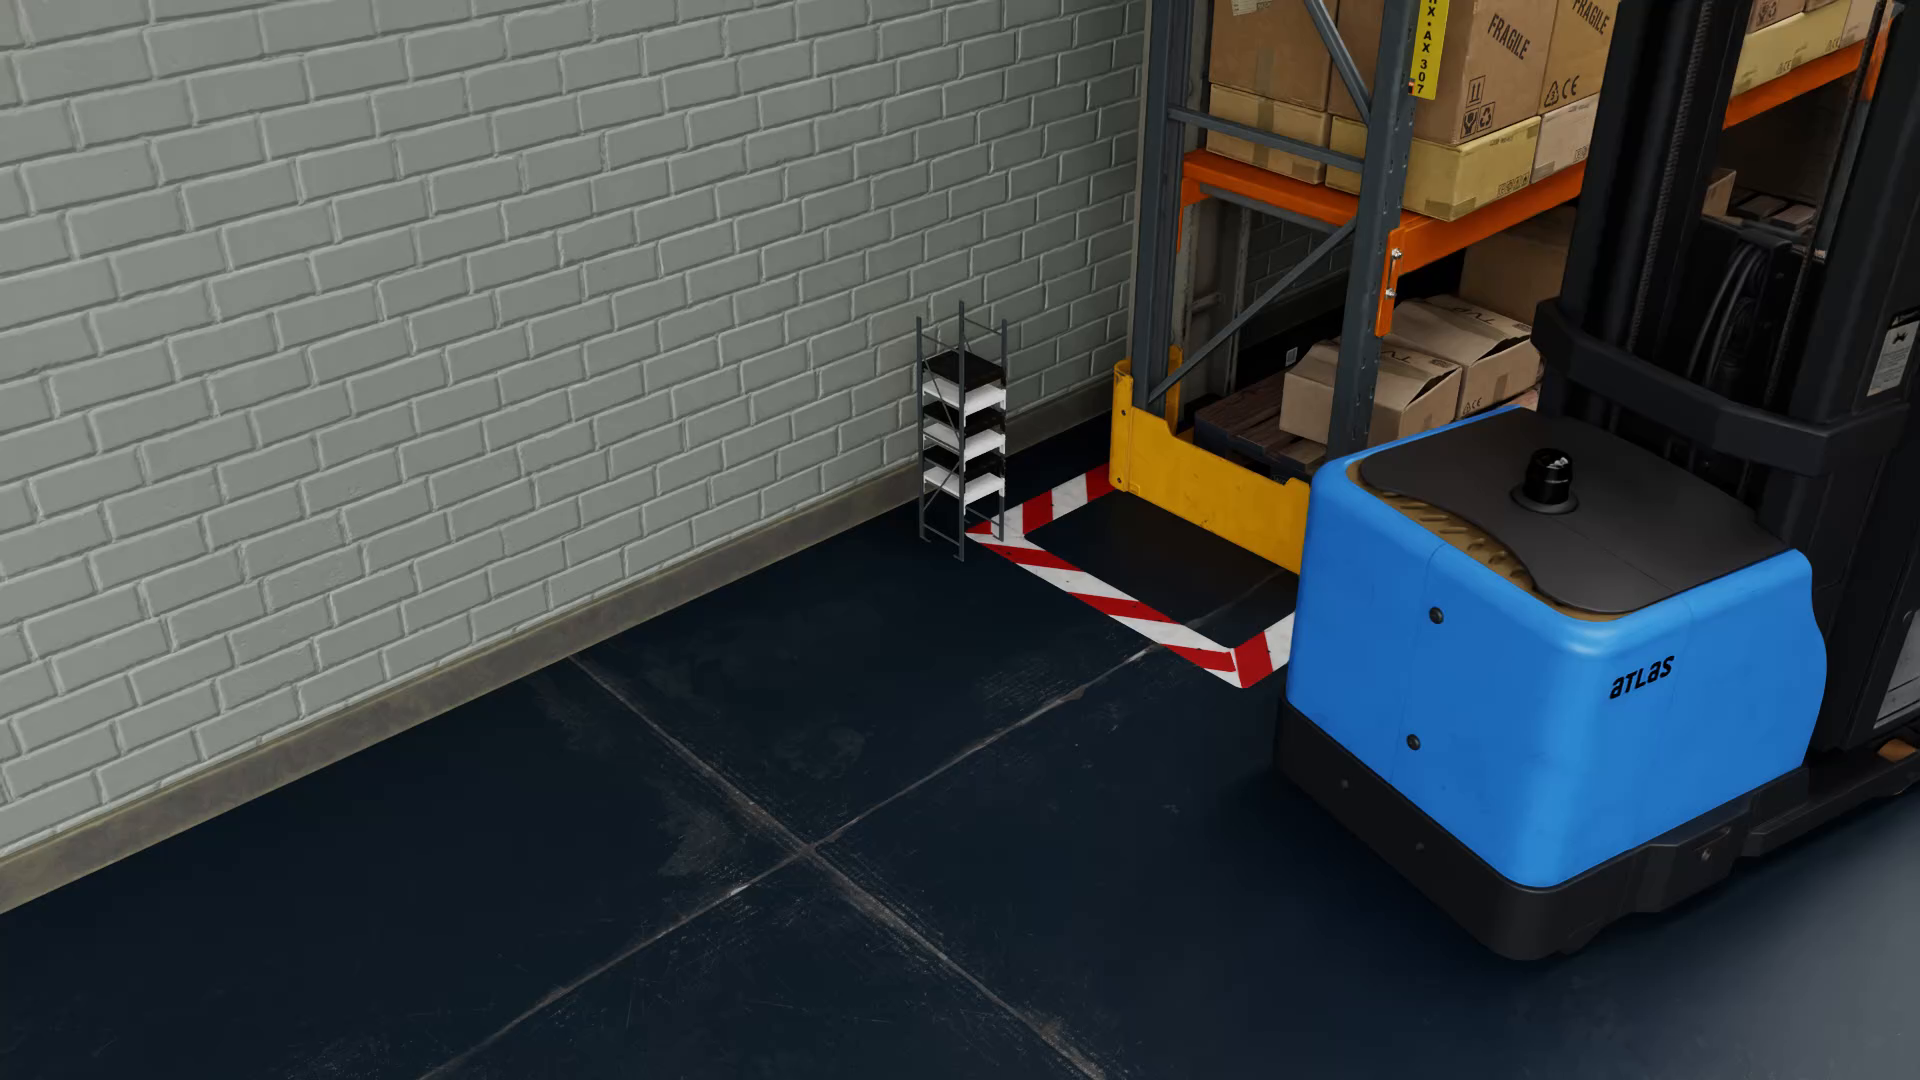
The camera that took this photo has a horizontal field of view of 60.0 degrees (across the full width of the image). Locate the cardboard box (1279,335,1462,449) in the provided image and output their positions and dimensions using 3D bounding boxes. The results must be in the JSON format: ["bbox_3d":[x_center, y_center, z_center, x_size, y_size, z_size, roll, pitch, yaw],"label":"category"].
[{"bbox_3d":[1.601,-0.579,6.478,0.500,0.311,0.500,24,39,34],"label":"cardboard box"}]

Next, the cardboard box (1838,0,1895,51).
[{"bbox_3d":[3.825,-2.407,7.436,0.500,0.250,0.500,-26,40,-35],"label":"cardboard box"}]

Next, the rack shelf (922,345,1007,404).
[{"bbox_3d":[0.006,-0.589,5.896,0.200,0.077,0.258,-26,40,-35],"label":"rack shelf"}]

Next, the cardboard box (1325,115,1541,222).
[{"bbox_3d":[1.606,-1.324,5.665,0.500,0.250,0.500,-27,41,-37],"label":"cardboard box"}]

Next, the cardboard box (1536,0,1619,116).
[{"bbox_3d":[1.956,-1.818,5.754,0.500,0.500,0.500,-26,40,-35],"label":"cardboard box"}]

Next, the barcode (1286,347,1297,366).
[{"bbox_3d":[1.343,-0.743,6.736,0.075,0.075,0.001,-26,40,-35],"label":"barcode"}]

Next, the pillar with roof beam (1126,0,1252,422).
[{"bbox_3d":[3.885,-2.820,2.235,0.400,9.000,9.100,-26,40,-35],"label":"pillar with roof beam"}]

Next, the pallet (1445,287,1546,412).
[{"bbox_3d":[2.602,-0.870,7.471,1.213,0.211,1.003,-26,40,-35],"label":"pallet"}]

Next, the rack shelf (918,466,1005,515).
[{"bbox_3d":[0.006,-0.205,6.131,0.200,0.077,0.258,-26,40,-35],"label":"rack shelf"}]

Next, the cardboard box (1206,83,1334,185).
[{"bbox_3d":[1.244,-1.512,5.973,0.500,0.250,0.500,-25,39,-35],"label":"cardboard box"}]

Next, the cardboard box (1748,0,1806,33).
[{"bbox_3d":[3.091,-2.371,6.659,0.500,0.500,0.500,-27,41,-37],"label":"cardboard box"}]

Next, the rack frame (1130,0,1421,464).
[{"bbox_3d":[1.033,-1.328,5.546,0.127,3.000,1.000,-26,40,-35],"label":"rack frame"}]

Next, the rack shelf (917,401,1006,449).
[{"bbox_3d":[0.006,-0.435,5.990,0.200,0.077,0.258,-26,40,-35],"label":"rack shelf"}]

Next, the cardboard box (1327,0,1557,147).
[{"bbox_3d":[1.587,-1.647,5.473,0.500,0.500,0.500,-26,40,-35],"label":"cardboard box"}]

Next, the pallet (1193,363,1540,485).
[{"bbox_3d":[1.708,-0.440,6.767,1.213,0.211,1.003,-26,40,-35],"label":"pallet"}]

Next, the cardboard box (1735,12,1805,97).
[{"bbox_3d":[3.095,-2.049,6.851,0.500,0.250,0.500,-26,40,-36],"label":"cardboard box"}]

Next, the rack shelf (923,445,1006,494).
[{"bbox_3d":[0.006,-0.282,6.084,0.200,0.077,0.258,-26,40,-35],"label":"rack shelf"}]

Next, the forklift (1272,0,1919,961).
[{"bbox_3d":[2.479,-0.707,4.596,3.031,2.935,1.130,-17,35,-25],"label":"forklift"}]

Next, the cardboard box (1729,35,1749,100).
[{"bbox_3d":[2.727,-1.871,6.558,0.500,0.250,0.500,-25,40,-35],"label":"cardboard box"}]

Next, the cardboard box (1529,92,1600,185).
[{"bbox_3d":[1.977,-1.514,5.975,0.500,0.250,0.500,-27,41,-37],"label":"cardboard box"}]

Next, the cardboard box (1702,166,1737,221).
[{"bbox_3d":[3.232,-1.484,7.777,0.500,0.500,0.500,26,40,35],"label":"cardboard box"}]

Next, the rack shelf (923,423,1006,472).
[{"bbox_3d":[0.006,-0.358,6.037,0.200,0.077,0.258,-26,40,-35],"label":"rack shelf"}]

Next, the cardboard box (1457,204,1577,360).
[{"bbox_3d":[2.591,-1.103,7.154,0.700,0.500,0.500,26,40,36],"label":"cardboard box"}]

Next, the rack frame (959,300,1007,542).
[{"bbox_3d":[0.080,-0.423,6.079,0.006,0.900,0.240,-26,40,-35],"label":"rack frame"}]

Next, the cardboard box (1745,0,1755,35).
[{"bbox_3d":[2.710,-2.187,6.356,0.500,0.500,0.500,-24,39,-34],"label":"cardboard box"}]

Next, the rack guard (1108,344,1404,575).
[{"bbox_3d":[1.088,-0.288,6.242,0.348,0.500,1.175,-26,40,-35],"label":"rack guard"}]

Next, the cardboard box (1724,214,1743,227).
[{"bbox_3d":[3.594,-1.524,8.162,0.380,0.166,0.250,23,38,33],"label":"cardboard box"}]

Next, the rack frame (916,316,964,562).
[{"bbox_3d":[-0.069,-0.351,5.961,0.006,0.900,0.240,-26,40,-35],"label":"rack frame"}]

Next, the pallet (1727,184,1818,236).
[{"bbox_3d":[4.536,-1.834,9.046,1.213,0.211,1.003,-26,40,-35],"label":"pallet"}]

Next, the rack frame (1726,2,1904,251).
[{"bbox_3d":[3.966,-2.747,7.866,0.127,3.000,1.000,-26,40,-35],"label":"rack frame"}]

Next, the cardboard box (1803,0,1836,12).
[{"bbox_3d":[3.467,-2.546,6.944,0.500,0.500,0.500,-26,40,-36],"label":"cardboard box"}]

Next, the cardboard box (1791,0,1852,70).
[{"bbox_3d":[3.454,-2.234,7.152,0.500,0.250,0.500,-26,40,-35],"label":"cardboard box"}]

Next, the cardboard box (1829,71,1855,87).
[{"bbox_3d":[4.815,-2.613,8.903,0.500,0.250,0.500,-27,40,-36],"label":"cardboard box"}]

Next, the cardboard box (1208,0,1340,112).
[{"bbox_3d":[1.234,-1.841,5.791,0.500,0.500,0.500,-26,40,-36],"label":"cardboard box"}]

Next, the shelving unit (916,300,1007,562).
[{"bbox_3d":[0.006,-0.387,6.020,0.210,0.900,0.258,-26,40,-35],"label":"shelving unit"}]

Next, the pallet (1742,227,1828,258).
[{"bbox_3d":[3.497,-1.305,8.182,1.213,0.211,1.003,-26,40,-35],"label":"pallet"}]

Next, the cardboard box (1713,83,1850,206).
[{"bbox_3d":[4.494,-2.135,8.841,0.500,0.500,0.700,-24,39,-34],"label":"cardboard box"}]

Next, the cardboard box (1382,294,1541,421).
[{"bbox_3d":[2.019,-0.782,6.809,0.500,0.311,0.500,-22,38,-32],"label":"cardboard box"}]

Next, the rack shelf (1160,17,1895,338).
[{"bbox_3d":[2.499,-1.730,6.894,4.000,0.370,1.077,-26,40,-35],"label":"rack shelf"}]

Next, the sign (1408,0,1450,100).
[{"bbox_3d":[1.402,-1.490,4.981,0.005,0.325,0.100,-26,40,-35],"label":"sign"}]

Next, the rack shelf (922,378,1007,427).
[{"bbox_3d":[0.006,-0.512,5.943,0.200,0.077,0.258,-26,40,-35],"label":"rack shelf"}]
